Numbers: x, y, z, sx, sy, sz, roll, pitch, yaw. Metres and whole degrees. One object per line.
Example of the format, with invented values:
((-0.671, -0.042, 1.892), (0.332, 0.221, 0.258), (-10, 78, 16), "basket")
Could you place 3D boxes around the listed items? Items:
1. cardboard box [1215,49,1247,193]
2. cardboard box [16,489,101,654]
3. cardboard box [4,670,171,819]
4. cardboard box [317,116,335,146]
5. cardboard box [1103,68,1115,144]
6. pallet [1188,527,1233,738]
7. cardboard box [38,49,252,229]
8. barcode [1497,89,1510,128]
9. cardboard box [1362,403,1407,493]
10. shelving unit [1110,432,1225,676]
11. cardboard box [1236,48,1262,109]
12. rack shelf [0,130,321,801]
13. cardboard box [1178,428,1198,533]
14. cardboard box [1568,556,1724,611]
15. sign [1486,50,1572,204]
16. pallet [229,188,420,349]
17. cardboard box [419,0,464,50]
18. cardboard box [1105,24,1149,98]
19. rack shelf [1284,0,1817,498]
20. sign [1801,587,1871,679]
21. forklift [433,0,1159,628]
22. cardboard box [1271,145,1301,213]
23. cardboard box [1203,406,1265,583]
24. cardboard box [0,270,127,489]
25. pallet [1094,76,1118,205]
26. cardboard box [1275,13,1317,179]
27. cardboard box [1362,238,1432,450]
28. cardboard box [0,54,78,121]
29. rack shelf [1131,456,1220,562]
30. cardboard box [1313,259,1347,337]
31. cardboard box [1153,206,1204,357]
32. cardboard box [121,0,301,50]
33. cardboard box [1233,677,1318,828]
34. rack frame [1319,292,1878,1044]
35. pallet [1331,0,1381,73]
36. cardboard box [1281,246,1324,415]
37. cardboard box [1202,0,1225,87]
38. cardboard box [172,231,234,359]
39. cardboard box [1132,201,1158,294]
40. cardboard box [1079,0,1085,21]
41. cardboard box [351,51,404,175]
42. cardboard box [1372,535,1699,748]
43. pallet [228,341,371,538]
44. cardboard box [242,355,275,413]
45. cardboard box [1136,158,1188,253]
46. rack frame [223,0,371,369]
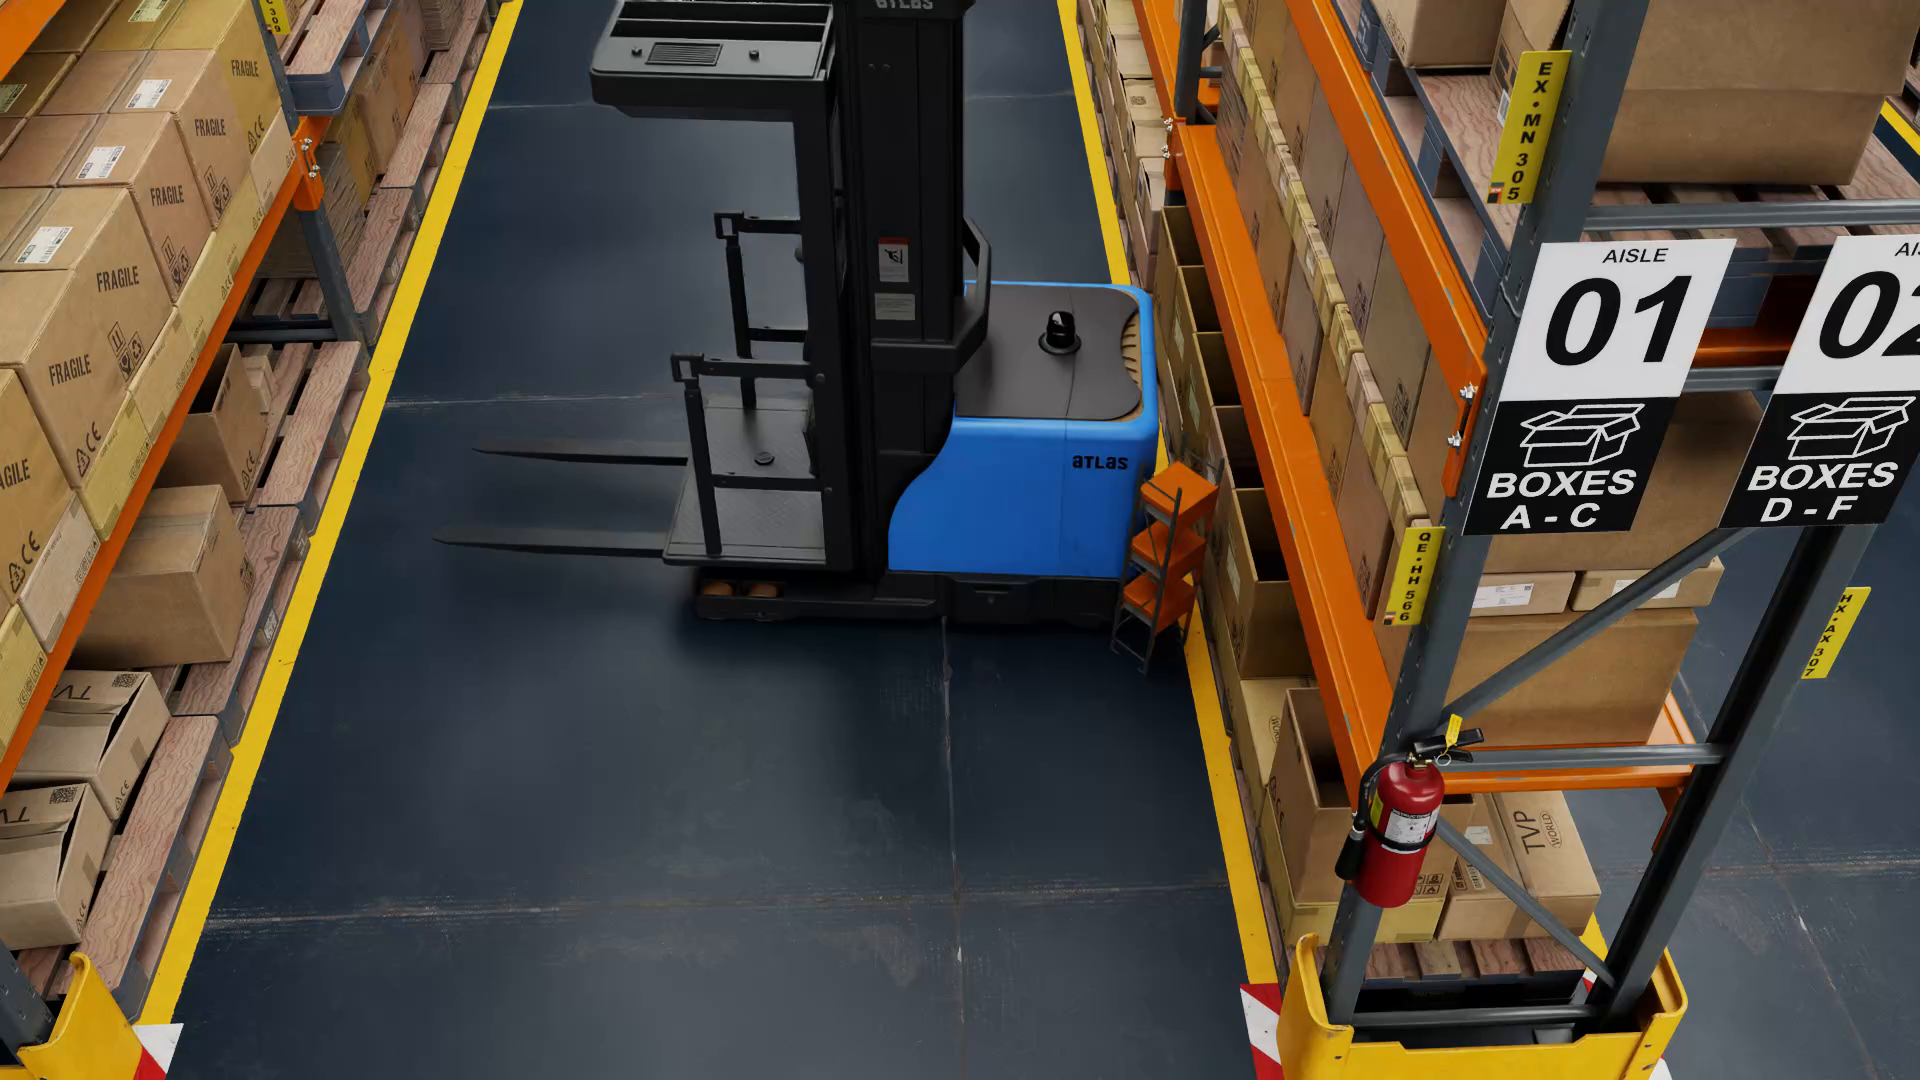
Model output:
((1.504, -1.839, 7.112), (0.700, 0.500, 0.500), (-3, 43, -3), "cardboard box")
((-3.040, 0.103, 5.164), (0.500, 0.250, 0.500), (-3, 43, -3), "cardboard box")
((-3.264, 0.718, 6.061), (0.500, 0.311, 0.500), (2, 43, 2), "cardboard box")
((-3.540, -2.267, 8.623), (0.500, 0.250, 0.500), (-2, 43, -3), "cardboard box")
((1.110, -2.545, 9.680), (0.500, 0.250, 0.500), (-1, 43, -1), "cardboard box")
((1.526, 0.290, 6.927), (1.003, 0.211, 1.213), (-2, 43, -2), "pallet")
((-3.114, -1.538, 6.399), (0.500, 0.500, 0.500), (-2, 43, -2), "cardboard box")
((1.154, -0.911, 3.524), (0.001, 0.075, 0.075), (-2, 43, -2), "barcode")
((1.419, -0.279, 4.930), (0.380, 0.149, 0.250), (-2, 43, -2), "cardboard box")
((0.803, 0.074, 6.532), (0.252, 1.050, 0.215), (-33, 56, -31), "shelving unit")
((1.321, -1.847, 6.640), (0.380, 0.149, 0.250), (-3, 43, -3), "cardboard box")
((-3.385, -0.341, 6.085), (1.077, 0.370, 4.000), (-2, 43, -2), "rack shelf")
((1.228, -0.245, 7.172), (0.500, 0.250, 0.500), (-2, 43, -2), "cardboard box")
((1.848, 0.052, 4.569), (0.380, 0.149, 0.250), (-2, 43, -2), "cardboard box")
((1.106, -0.798, 3.234), (0.100, 0.325, 0.005), (-2, 43, -2), "sign")
((-3.504, -1.454, 8.830), (1.003, 0.211, 1.213), (-2, 43, -2), "pallet")
((-3.557, -3.413, 10.428), (0.700, 0.500, 0.500), (-1, 43, -1), "cardboard box")
((1.111, -2.742, 9.480), (0.500, 0.311, 0.500), (-2, 43, -2), "cardboard box")
((1.564, -1.592, 5.229), (1.077, 0.370, 4.000), (-2, 43, -2), "rack shelf")
((2.204, 0.239, 4.220), (0.100, 0.325, 0.005), (-2, 43, -2), "sign")
((-0.716, -1.091, 6.420), (3.031, 2.935, 1.130), (2, 43, 2), "forklift")
((1.356, -1.321, 6.066), (0.380, 0.149, 0.250), (-3, 43, -3), "cardboard box")
((1.252, -0.184, 6.550), (0.500, 0.500, 0.500), (-2, 43, -2), "cardboard box")
((-3.047, -0.499, 5.265), (0.500, 0.500, 0.500), (-3, 43, -3), "cardboard box")
((1.354, -2.395, 9.857), (1.003, 0.211, 1.213), (-2, 43, -2), "pallet")
((1.548, -1.638, 5.933), (0.700, 0.500, 0.500), (-2, 43, -2), "cardboard box")
((1.612, -0.622, 4.824), (0.700, 0.500, 0.500), (-3, 43, -3), "cardboard box")
((-3.640, -1.513, 6.371), (0.500, 0.500, 0.500), (-2, 43, -2), "cardboard box")
((0.815, -0.118, 6.338), (0.240, 0.259, 0.215), (-33, 56, -31), "rack shelf")
((1.386, -0.804, 5.502), (0.380, 0.149, 0.250), (-1, 43, -1), "cardboard box")
((1.186, -1.197, 7.655), (0.500, 0.500, 0.500), (-2, 43, -2), "cardboard box")
((-3.457, -2.500, 7.508), (0.700, 0.500, 0.500), (-2, 43, -2), "cardboard box")
((1.298, 0.767, 6.067), (0.500, 0.250, 0.500), (-2, 43, -2), "cardboard box")
((1.649, 0.599, 4.526), (1.000, 3.000, 0.127), (-2, 43, -2), "rack frame")
((1.590, -1.778, 4.965), (1.003, 0.211, 1.213), (-2, 43, -2), "pallet")
((1.574, -0.798, 5.977), (0.700, 0.500, 0.500), (0, 43, -1), "cardboard box")
((1.415, -2.377, 7.884), (0.500, 0.250, 0.500), (1, 43, 1), "cardboard box")
((-3.097, -0.922, 6.282), (0.500, 0.250, 0.500), (-2, 43, -2), "cardboard box")
((1.172, -1.514, 8.556), (0.500, 0.250, 0.500), (-2, 43, -2), "cardboard box")
((1.038, -3.581, 10.811), (0.500, 0.250, 0.500), (-2, 43, -2), "cardboard box")
((-3.571, -2.387, 9.308), (0.700, 0.500, 0.500), (-1, 43, -1), "cardboard box")
((1.642, 0.247, 4.837), (0.700, 0.500, 0.500), (-2, 43, -2), "cardboard box")
((-3.406, -0.476, 7.763), (1.003, 0.211, 1.213), (-2, 43, -2), "pallet")
((-3.417, -0.714, 7.730), (0.380, 0.166, 0.250), (-7, 43, -7), "cardboard box")
((1.176, -1.714, 8.359), (0.500, 0.311, 0.500), (-2, 43, -2), "cardboard box")
((-3.470, -1.957, 7.314), (1.000, 3.000, 0.127), (-2, 43, -2), "rack frame")
